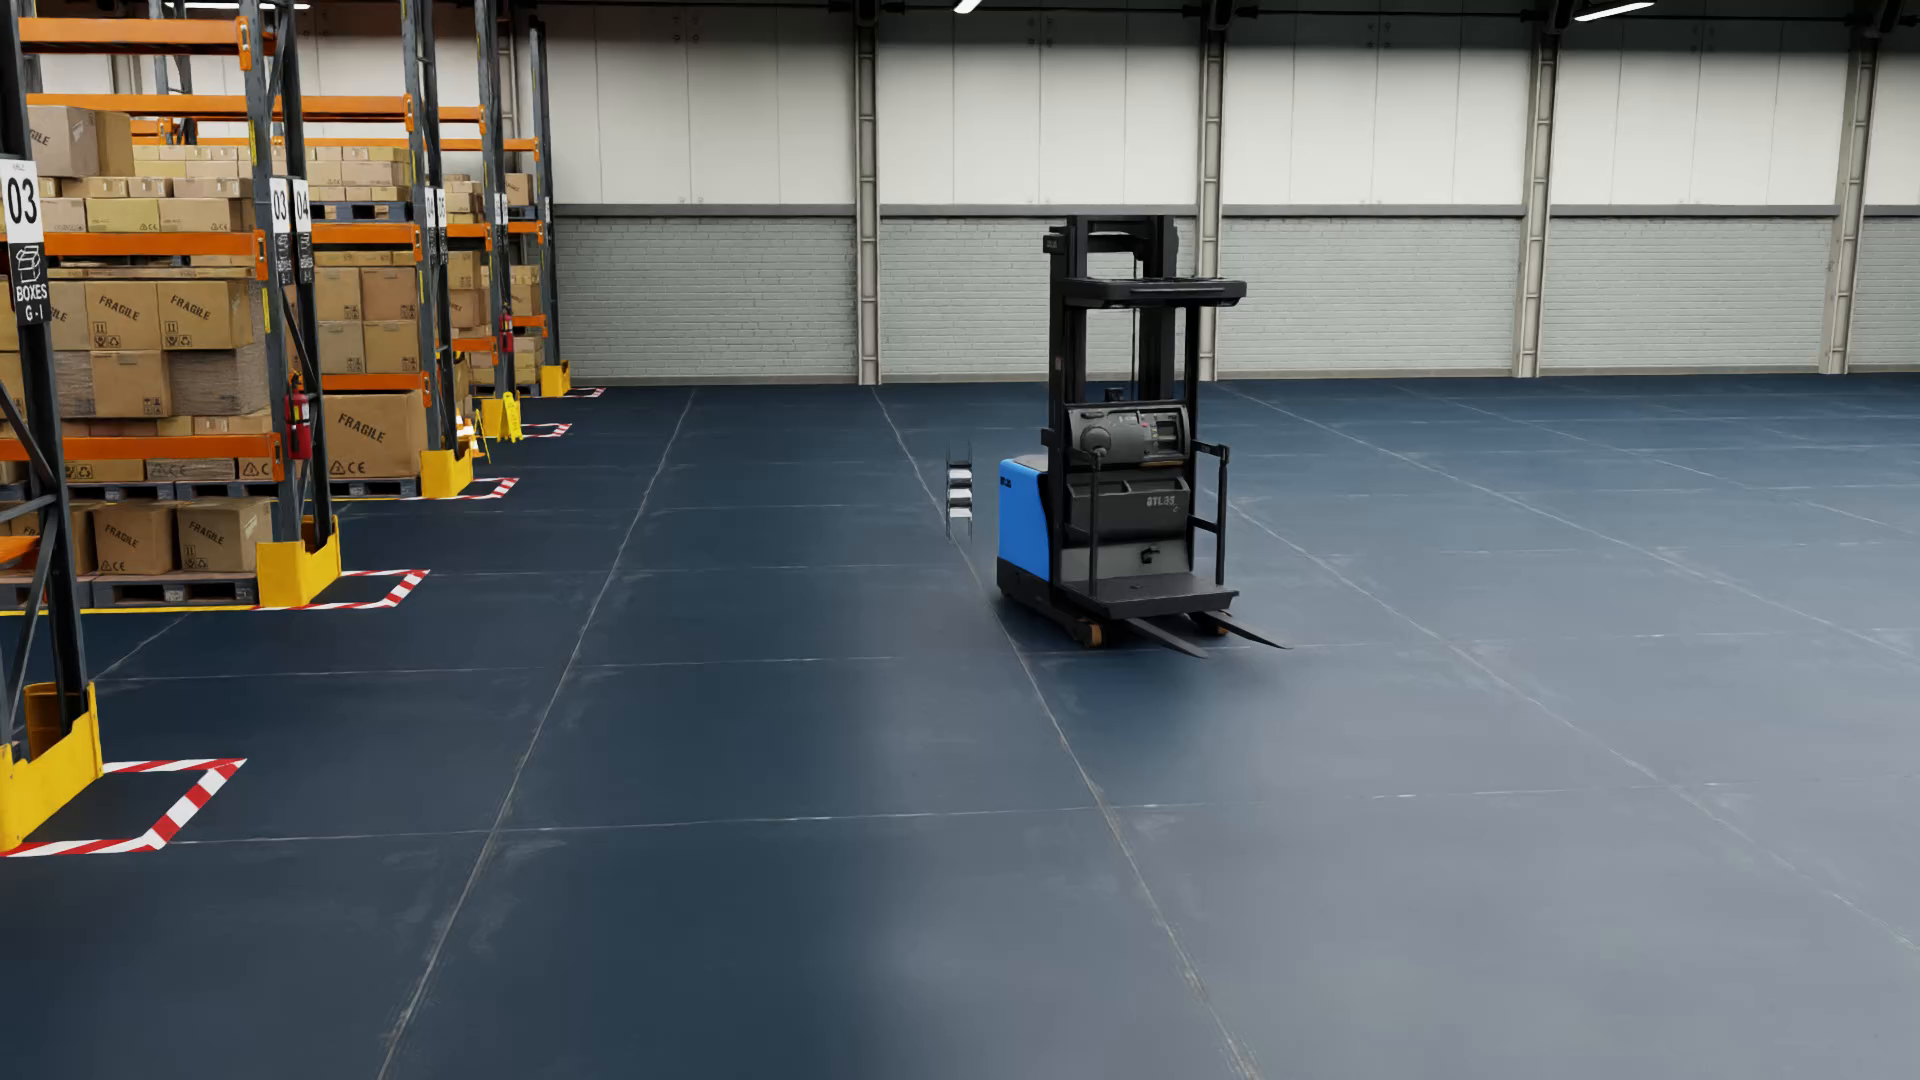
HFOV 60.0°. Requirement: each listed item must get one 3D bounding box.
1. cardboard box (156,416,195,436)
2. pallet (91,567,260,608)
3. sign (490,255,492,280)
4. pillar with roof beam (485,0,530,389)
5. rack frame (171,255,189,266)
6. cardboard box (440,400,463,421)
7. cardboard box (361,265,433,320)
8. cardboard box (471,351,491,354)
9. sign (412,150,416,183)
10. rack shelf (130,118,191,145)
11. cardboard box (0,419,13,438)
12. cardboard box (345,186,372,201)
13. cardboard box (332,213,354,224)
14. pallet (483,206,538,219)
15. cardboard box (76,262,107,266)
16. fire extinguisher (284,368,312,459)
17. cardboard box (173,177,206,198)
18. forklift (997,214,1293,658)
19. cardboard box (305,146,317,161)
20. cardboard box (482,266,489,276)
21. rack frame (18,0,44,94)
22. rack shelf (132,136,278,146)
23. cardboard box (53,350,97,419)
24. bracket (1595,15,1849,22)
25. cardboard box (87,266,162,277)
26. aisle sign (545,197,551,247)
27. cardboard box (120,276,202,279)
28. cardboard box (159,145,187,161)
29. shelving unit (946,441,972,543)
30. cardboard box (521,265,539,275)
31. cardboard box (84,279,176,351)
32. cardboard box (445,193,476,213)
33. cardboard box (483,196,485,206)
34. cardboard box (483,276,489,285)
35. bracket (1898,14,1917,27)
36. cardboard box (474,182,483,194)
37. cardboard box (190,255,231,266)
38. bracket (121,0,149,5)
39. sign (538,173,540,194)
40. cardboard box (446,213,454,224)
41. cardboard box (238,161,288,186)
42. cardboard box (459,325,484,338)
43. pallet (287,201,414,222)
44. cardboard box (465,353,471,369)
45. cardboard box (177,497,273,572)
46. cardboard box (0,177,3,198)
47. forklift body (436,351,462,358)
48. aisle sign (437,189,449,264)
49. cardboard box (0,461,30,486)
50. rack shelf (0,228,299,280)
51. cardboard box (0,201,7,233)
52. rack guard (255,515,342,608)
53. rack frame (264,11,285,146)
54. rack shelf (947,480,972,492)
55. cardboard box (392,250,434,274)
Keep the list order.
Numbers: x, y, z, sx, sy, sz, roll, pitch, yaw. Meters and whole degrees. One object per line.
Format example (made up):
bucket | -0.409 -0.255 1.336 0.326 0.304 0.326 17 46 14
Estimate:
cardboard box | -5.905 -0.886 12.631 0.250 0.149 0.380 -1 11 -6
pallet | -6.040 0.305 13.150 1.213 0.211 1.003 -1 11 -6
sign | -6.183 -3.592 21.922 0.005 0.325 0.100 -1 11 -6
pillar with roof beam | -7.087 -6.203 23.476 0.548 9.000 9.100 -1 11 -6
rack frame | -10.199 -2.892 22.184 0.127 3.000 1.000 -1 11 -6
cardboard box | -7.021 -1.763 22.482 0.500 0.250 0.500 -1 11 -6
cardboard box | -5.961 -2.631 17.670 0.550 0.550 0.875 -1 11 -6
cardboard box | -7.694 -3.193 27.165 0.500 0.250 0.500 -1 11 -5
sign | -5.543 -3.791 16.892 0.005 0.325 0.100 -1 11 -6
rack shelf | -12.188 -5.245 21.501 4.000 0.370 1.077 -1 11 -6
cardboard box | -7.150 -0.863 12.513 0.250 0.149 0.380 -1 11 -6
cardboard box | -6.132 -3.555 17.083 0.250 0.149 0.380 -1 11 -6
cardboard box | -8.069 -4.222 21.826 0.250 0.149 0.380 -1 11 -7
pallet | -7.468 -5.346 27.119 1.213 0.211 1.003 -1 11 -6
cardboard box | -11.318 -3.541 21.687 0.250 0.149 0.380 -2 11 -8
fire extinguisher | -4.989 -0.951 12.511 0.183 0.674 0.296 -1 11 -6
cardboard box | -5.666 -2.620 12.380 0.250 0.149 0.380 -2 11 -8
forklift | 1.282 -0.783 11.634 1.130 2.935 3.031 -4 12 -20
cardboard box | -6.646 -3.935 16.950 0.250 0.149 0.380 -1 11 -5
cardboard box | -7.595 -4.371 26.994 0.250 0.149 0.380 -1 11 -5
rack frame | -9.564 -4.888 16.787 0.127 3.000 1.000 -1 11 -6
rack shelf | -12.727 -6.196 26.343 4.000 0.370 1.077 -1 11 -6
cardboard box | -6.688 -1.228 12.690 0.500 0.500 0.875 -1 11 -6
bracket | 13.372 -9.165 29.209 4.783 0.066 0.076 -1 11 -6
cardboard box | -8.660 -2.583 17.424 0.550 0.550 0.875 -1 11 -6
aisle sign | -6.665 -5.148 26.919 0.004 0.787 0.394 -1 11 -6
cardboard box | -6.227 -1.792 12.967 0.500 0.500 0.500 -1 11 -6
cardboard box | -7.901 -3.909 16.817 0.250 0.149 0.380 -1 11 -6
shelving unit | -0.008 -0.441 15.162 0.210 0.900 0.258 -1 11 -6
cardboard box | -7.119 -4.474 27.521 0.250 0.149 0.380 -1 11 -7
cardboard box | -6.169 -1.690 12.448 0.500 0.500 0.500 -1 11 -6
cardboard box | -6.702 -4.457 21.987 0.500 0.250 0.500 -1 11 -7
cardboard box | -7.553 -5.455 26.750 0.250 0.149 0.380 -2 11 -8
cardboard box | -7.592 -4.229 27.043 0.250 0.149 0.380 -1 11 -5
bracket | 16.759 -9.236 29.570 0.430 0.232 0.235 -1 11 -6
cardboard box | -6.598 -4.747 22.427 0.250 0.149 0.380 -1 11 -6
cardboard box | -9.739 -3.545 21.884 0.500 0.500 0.700 -1 11 -7
bracket | -13.066 -8.611 26.391 0.430 0.232 0.235 -1 11 -6
sign | -6.718 -5.690 26.551 0.005 0.325 0.100 -1 11 -6
cardboard box | -6.791 -4.251 21.974 0.250 0.149 0.380 -1 11 -6
cardboard box | -7.041 -3.743 17.007 0.500 0.250 0.500 -1 11 -6
cardboard box | -6.571 -2.803 22.384 0.250 0.149 0.380 -1 11 -4
pallet | -6.324 -3.439 17.420 1.213 0.211 1.003 -1 11 -6
cardboard box | -8.223 -2.936 27.151 0.500 0.250 0.500 -1 11 -7
cardboard box | -5.775 -0.044 13.091 0.500 0.500 0.500 1 11 4
cardboard box | -6.967 -2.580 12.179 0.250 0.149 0.380 -2 11 -9
forklift body | -8.451 -3.121 25.551 1.214 2.155 2.313 -1 11 -6
aisle sign | -5.550 -3.363 17.839 0.004 0.787 0.394 -1 11 -6
cardboard box | -10.172 -1.017 17.389 0.750 0.750 1.050 -1 11 -6
rack shelf | -7.141 -2.152 12.509 4.000 0.370 1.077 -1 11 -6
cardboard box | -7.110 -2.383 12.207 0.500 0.250 0.500 -1 11 -7
rack guard | -5.228 0.153 13.174 0.348 0.500 1.175 -1 11 -6
rack frame | -10.739 -6.787 26.447 0.127 3.000 1.000 -1 11 -6
rack shelf | -0.008 -0.497 15.151 0.200 0.077 0.258 -1 11 -6
cardboard box | -7.211 -3.599 22.159 0.500 0.500 0.700 -1 11 -6
